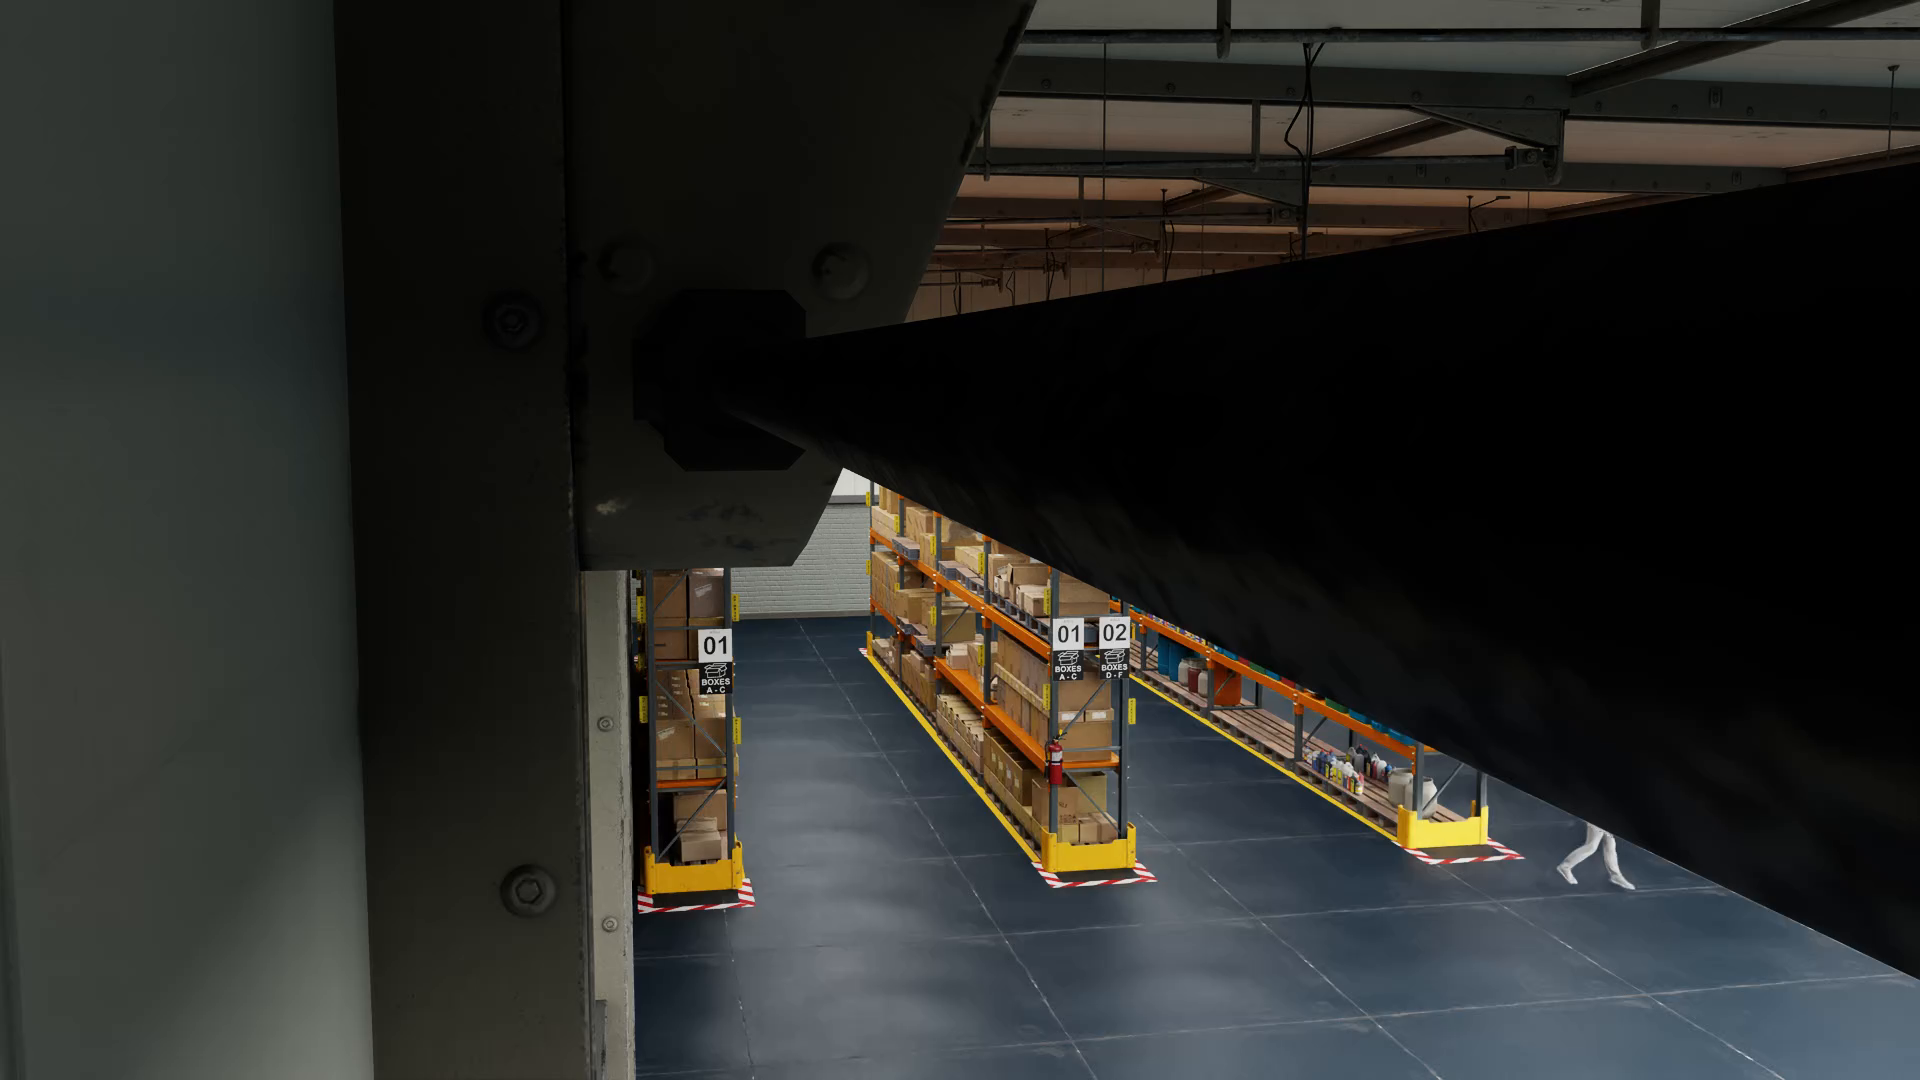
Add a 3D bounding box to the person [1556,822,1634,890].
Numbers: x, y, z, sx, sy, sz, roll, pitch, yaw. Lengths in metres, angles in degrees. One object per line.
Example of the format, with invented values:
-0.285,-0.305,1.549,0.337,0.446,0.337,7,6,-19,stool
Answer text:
7.718,3.371,20.130,0.898,1.710,0.627,2,6,19,person
